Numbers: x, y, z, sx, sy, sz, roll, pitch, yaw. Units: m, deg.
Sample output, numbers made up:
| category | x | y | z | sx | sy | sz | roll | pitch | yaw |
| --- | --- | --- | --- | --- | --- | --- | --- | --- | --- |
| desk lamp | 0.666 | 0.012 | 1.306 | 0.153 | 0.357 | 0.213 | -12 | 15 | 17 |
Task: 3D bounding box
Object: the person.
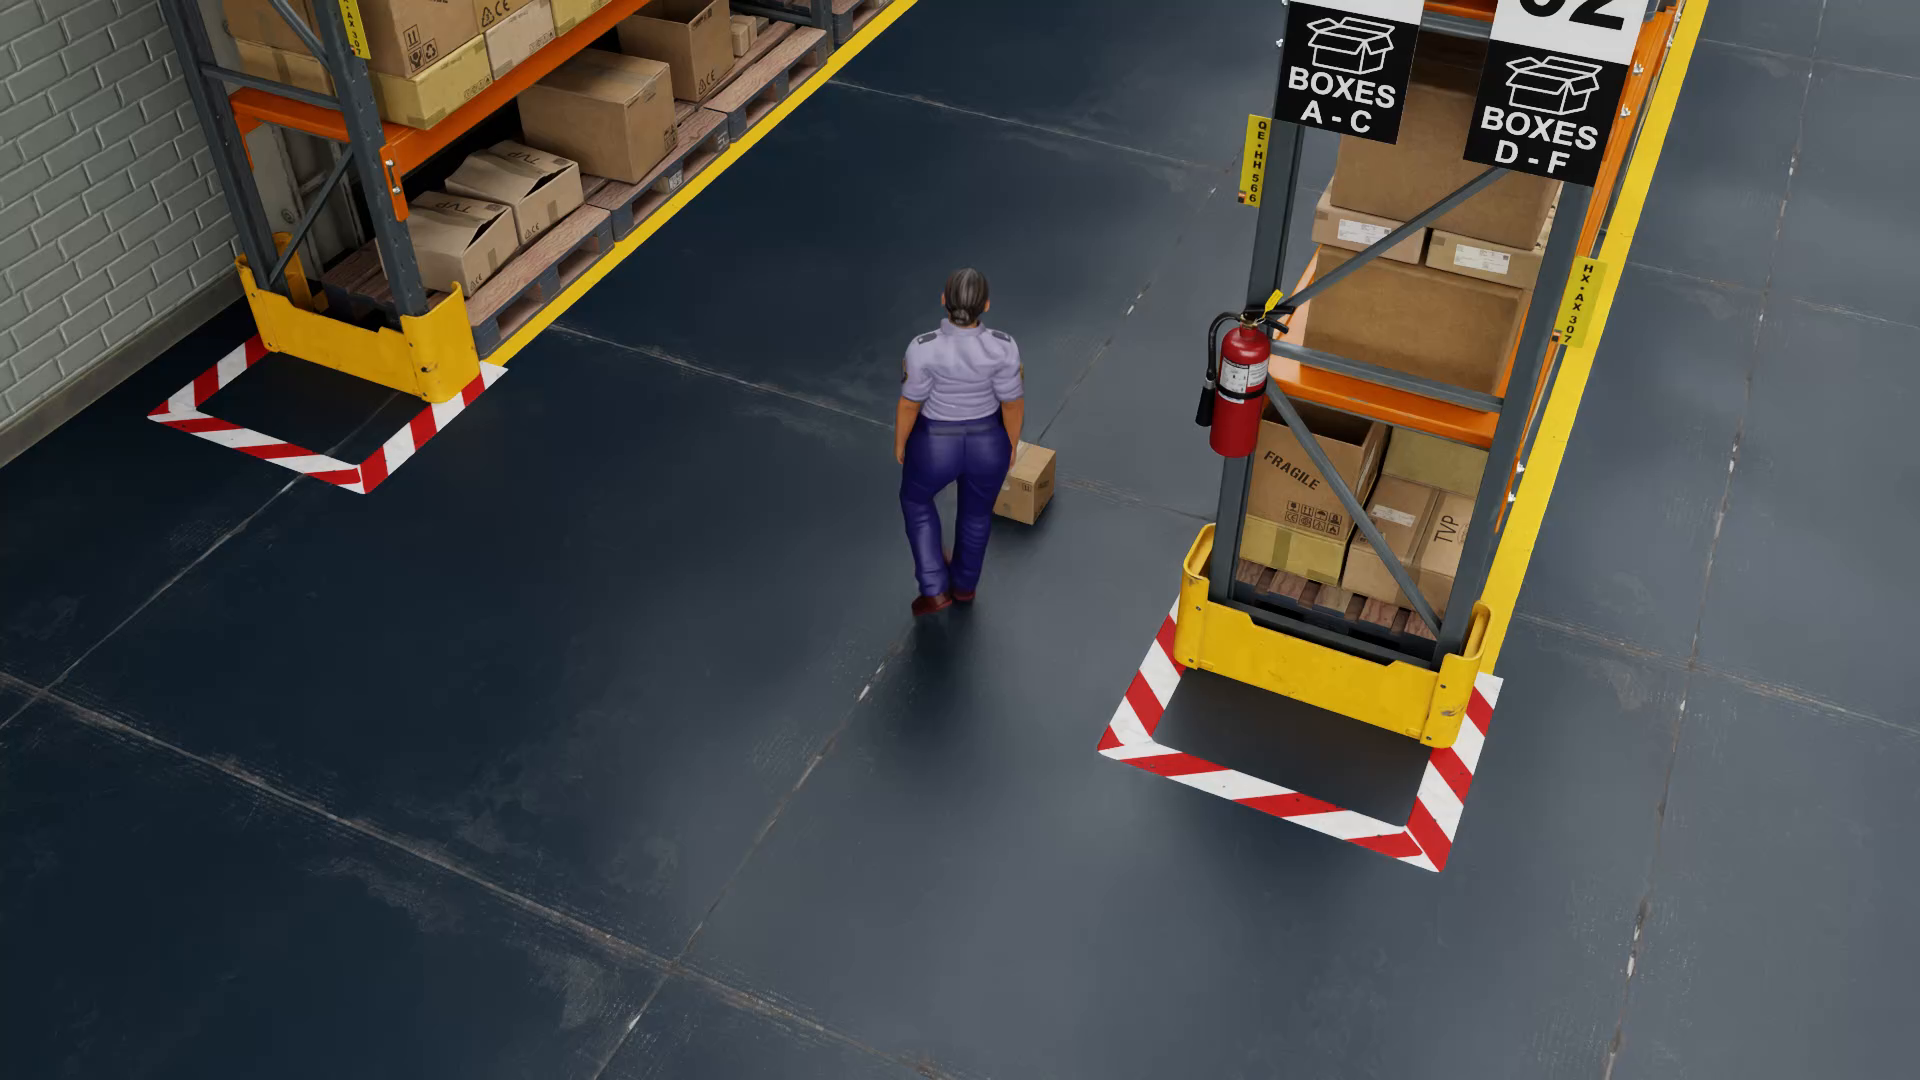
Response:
| category | x | y | z | sx | sy | sz | roll | pitch | yaw |
| --- | --- | --- | --- | --- | --- | --- | --- | --- | --- |
| person | -0.006 | -0.362 | 6.556 | 0.499 | 1.644 | 0.517 | -5 | 43 | -6 |
